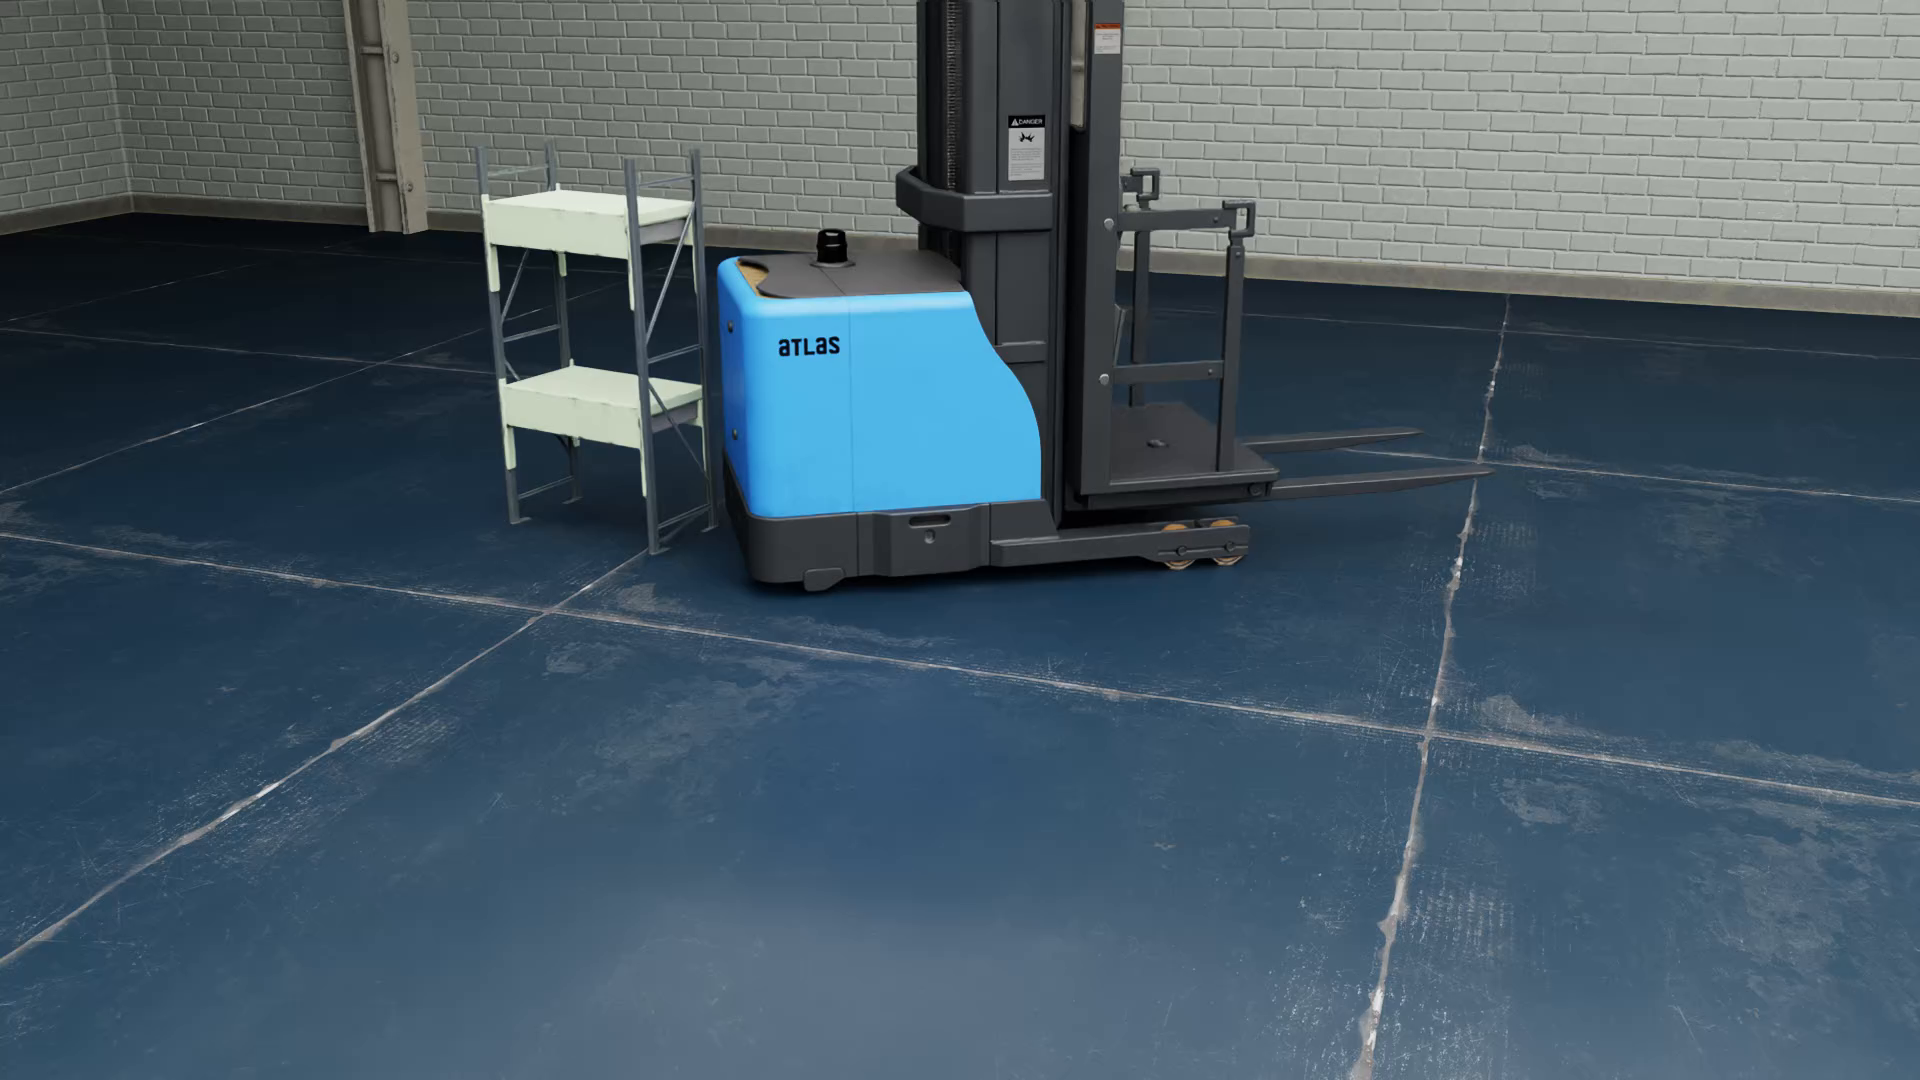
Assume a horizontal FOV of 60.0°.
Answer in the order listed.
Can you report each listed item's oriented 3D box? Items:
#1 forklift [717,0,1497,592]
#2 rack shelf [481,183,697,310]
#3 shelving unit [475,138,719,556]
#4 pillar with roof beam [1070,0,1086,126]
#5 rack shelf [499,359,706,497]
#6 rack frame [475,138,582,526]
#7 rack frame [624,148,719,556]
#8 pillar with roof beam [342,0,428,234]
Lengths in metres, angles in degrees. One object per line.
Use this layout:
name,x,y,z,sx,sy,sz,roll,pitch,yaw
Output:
forklift,0.615,-1.439,6.253,3.031,2.935,1.130,-5,20,-13
rack shelf,-1.401,-1.133,6.362,0.720,0.370,0.431,11,22,28
shelving unit,-1.401,-0.764,6.491,0.755,1.500,0.431,11,22,28
pillar with roof beam,-0.502,-4.892,6.940,0.400,9.000,9.100,7,20,18
rack shelf,-1.401,-0.457,6.598,0.720,0.370,0.431,11,22,28
rack frame,-1.717,-0.825,6.665,0.023,1.500,0.400,11,22,28
rack frame,-1.085,-0.704,6.316,0.023,1.500,0.400,11,22,28
pillar with roof beam,-6.170,-5.540,8.799,0.400,9.000,9.100,7,20,18
